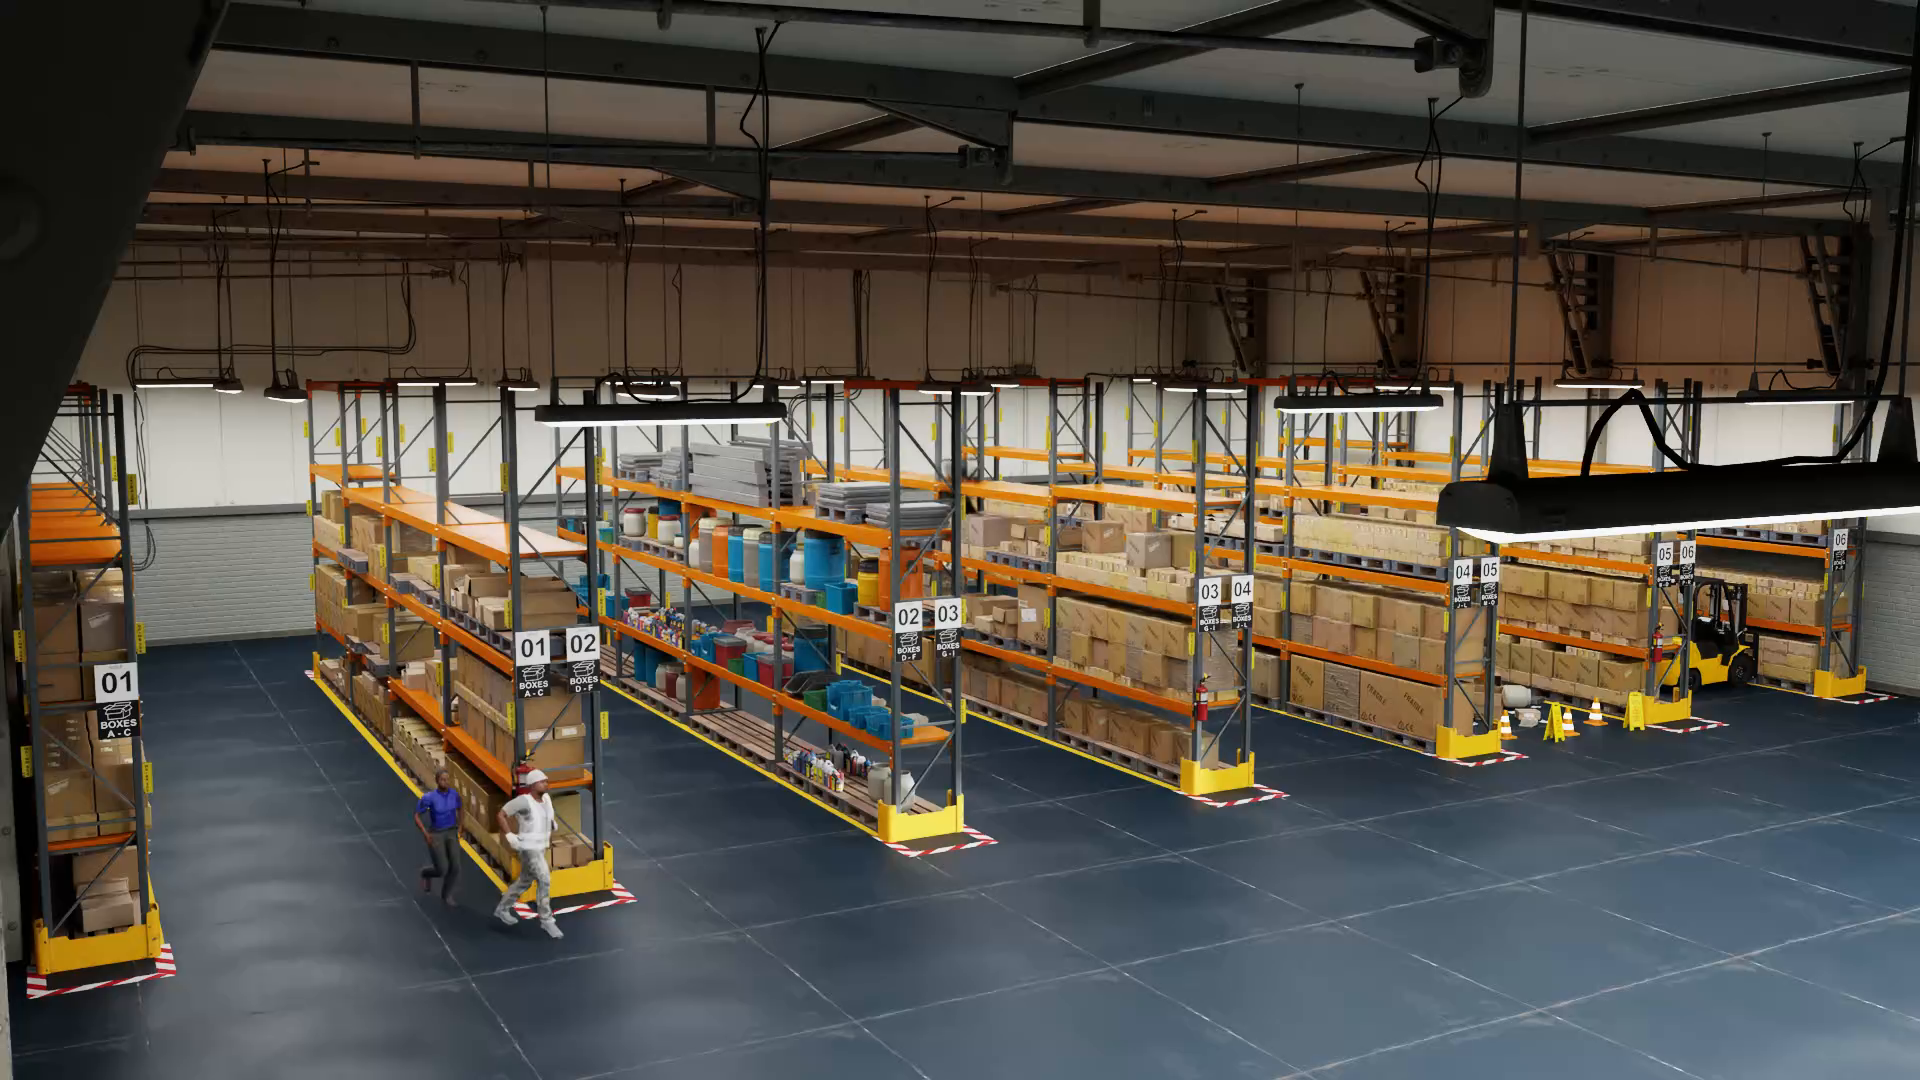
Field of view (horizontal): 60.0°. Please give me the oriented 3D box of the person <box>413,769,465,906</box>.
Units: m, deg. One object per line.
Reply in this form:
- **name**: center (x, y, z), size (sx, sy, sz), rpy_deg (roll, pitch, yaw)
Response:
- **person**: center (-6.106, 3.535, 19.512), size (0.542, 1.546, 0.619), rpy_deg (5, 8, 41)

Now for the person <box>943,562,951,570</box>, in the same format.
- **person**: center (-0.384, 1.058, 41.787), size (0.583, 1.715, 0.592), rpy_deg (5, 8, 39)

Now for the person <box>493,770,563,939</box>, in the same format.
- **person**: center (-4.778, 3.470, 18.632), size (0.911, 1.797, 0.715), rpy_deg (1, 6, 11)
